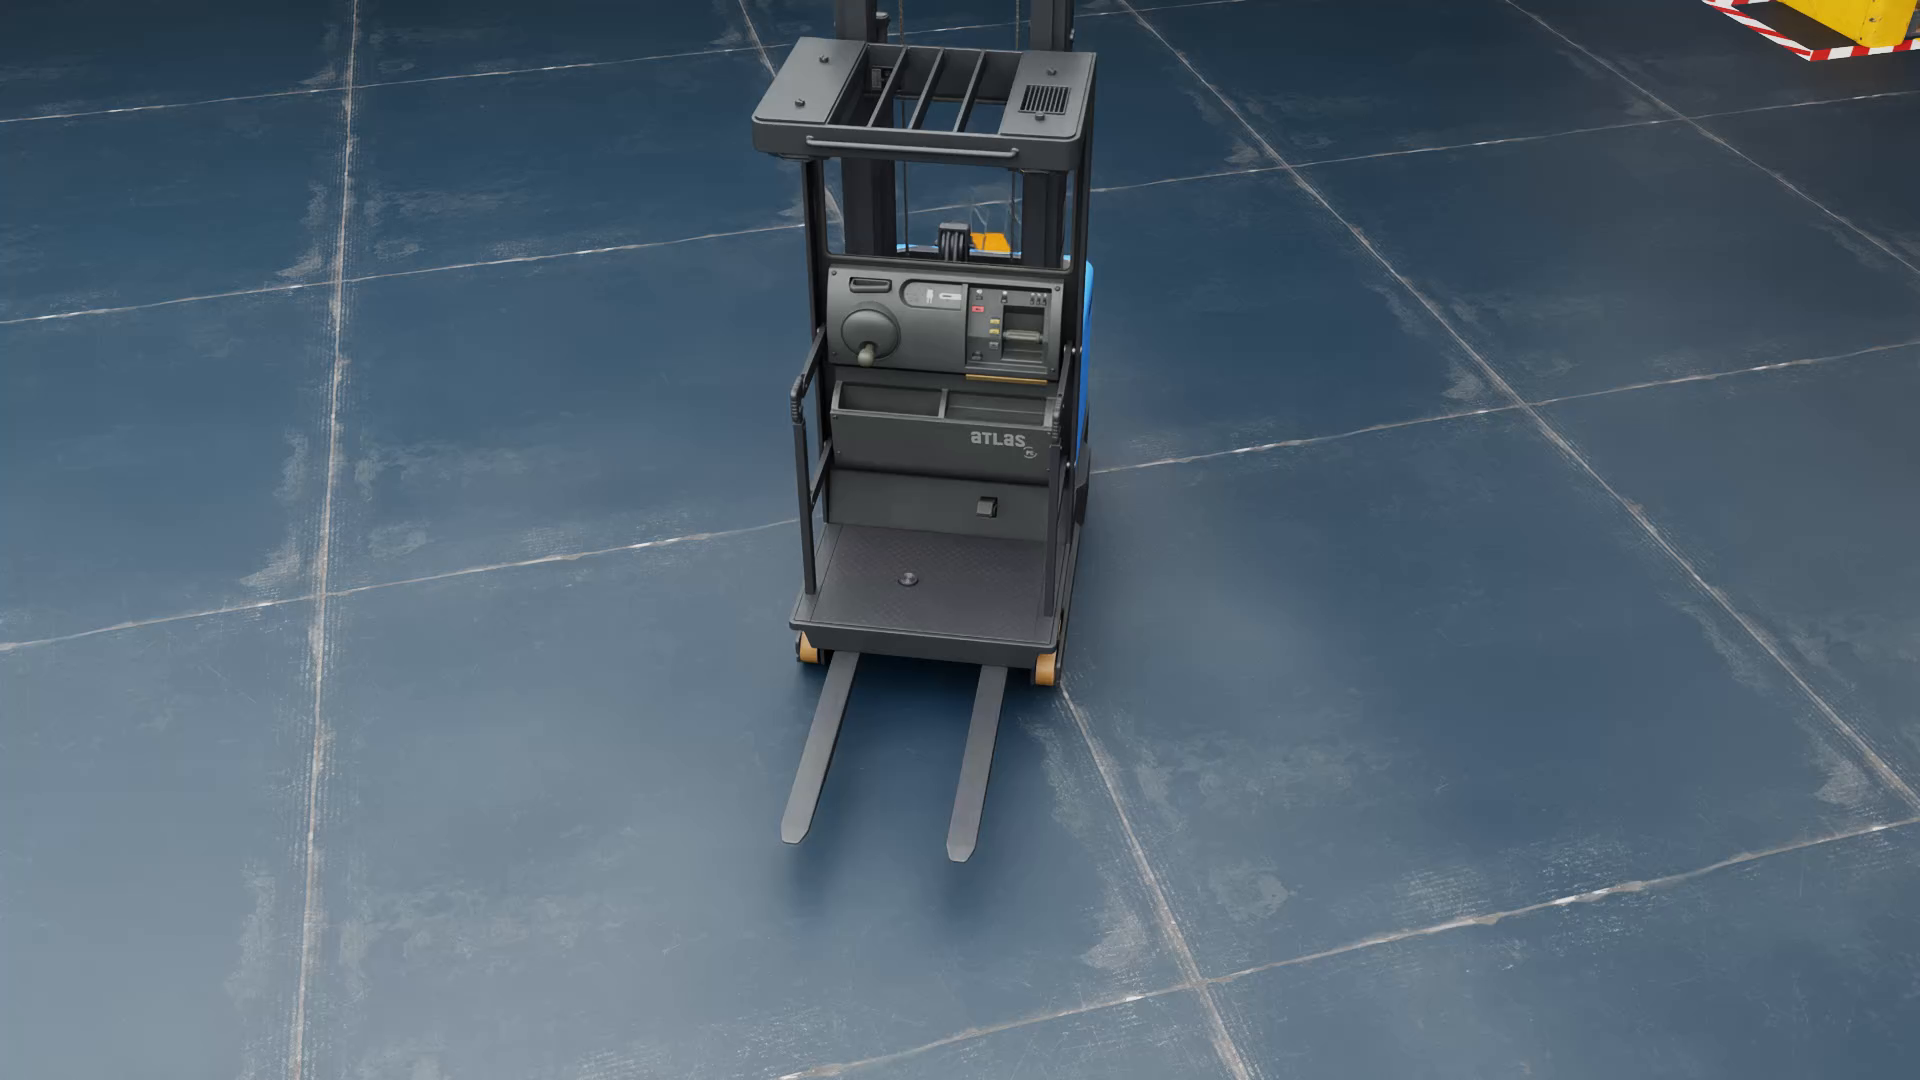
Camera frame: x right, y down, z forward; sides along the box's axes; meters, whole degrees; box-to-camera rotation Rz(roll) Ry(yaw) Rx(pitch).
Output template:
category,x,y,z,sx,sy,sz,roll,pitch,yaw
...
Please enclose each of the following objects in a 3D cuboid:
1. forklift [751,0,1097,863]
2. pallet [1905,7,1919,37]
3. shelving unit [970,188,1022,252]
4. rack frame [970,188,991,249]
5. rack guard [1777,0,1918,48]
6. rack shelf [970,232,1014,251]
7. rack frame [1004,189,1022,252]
category,x,y,z,sx,sy,sz,roll,pitch,yaw
forklift,-0.091,-0.785,6.364,1.130,2.935,3.031,5,38,7
pallet,7.659,-4.335,13.243,1.213,0.211,1.003,-9,38,-12
shelving unit,0.110,-1.136,8.229,0.189,1.200,0.258,-3,38,-18
rack frame,0.023,-1.131,8.201,0.006,1.200,0.240,-3,38,-18
rack guard,6.909,-4.300,12.960,0.348,0.500,1.175,-9,38,-12
rack shelf,0.155,-1.387,8.043,0.180,0.103,0.258,-3,38,-18
rack frame,0.197,-1.141,8.256,0.006,1.200,0.240,-3,38,-18
